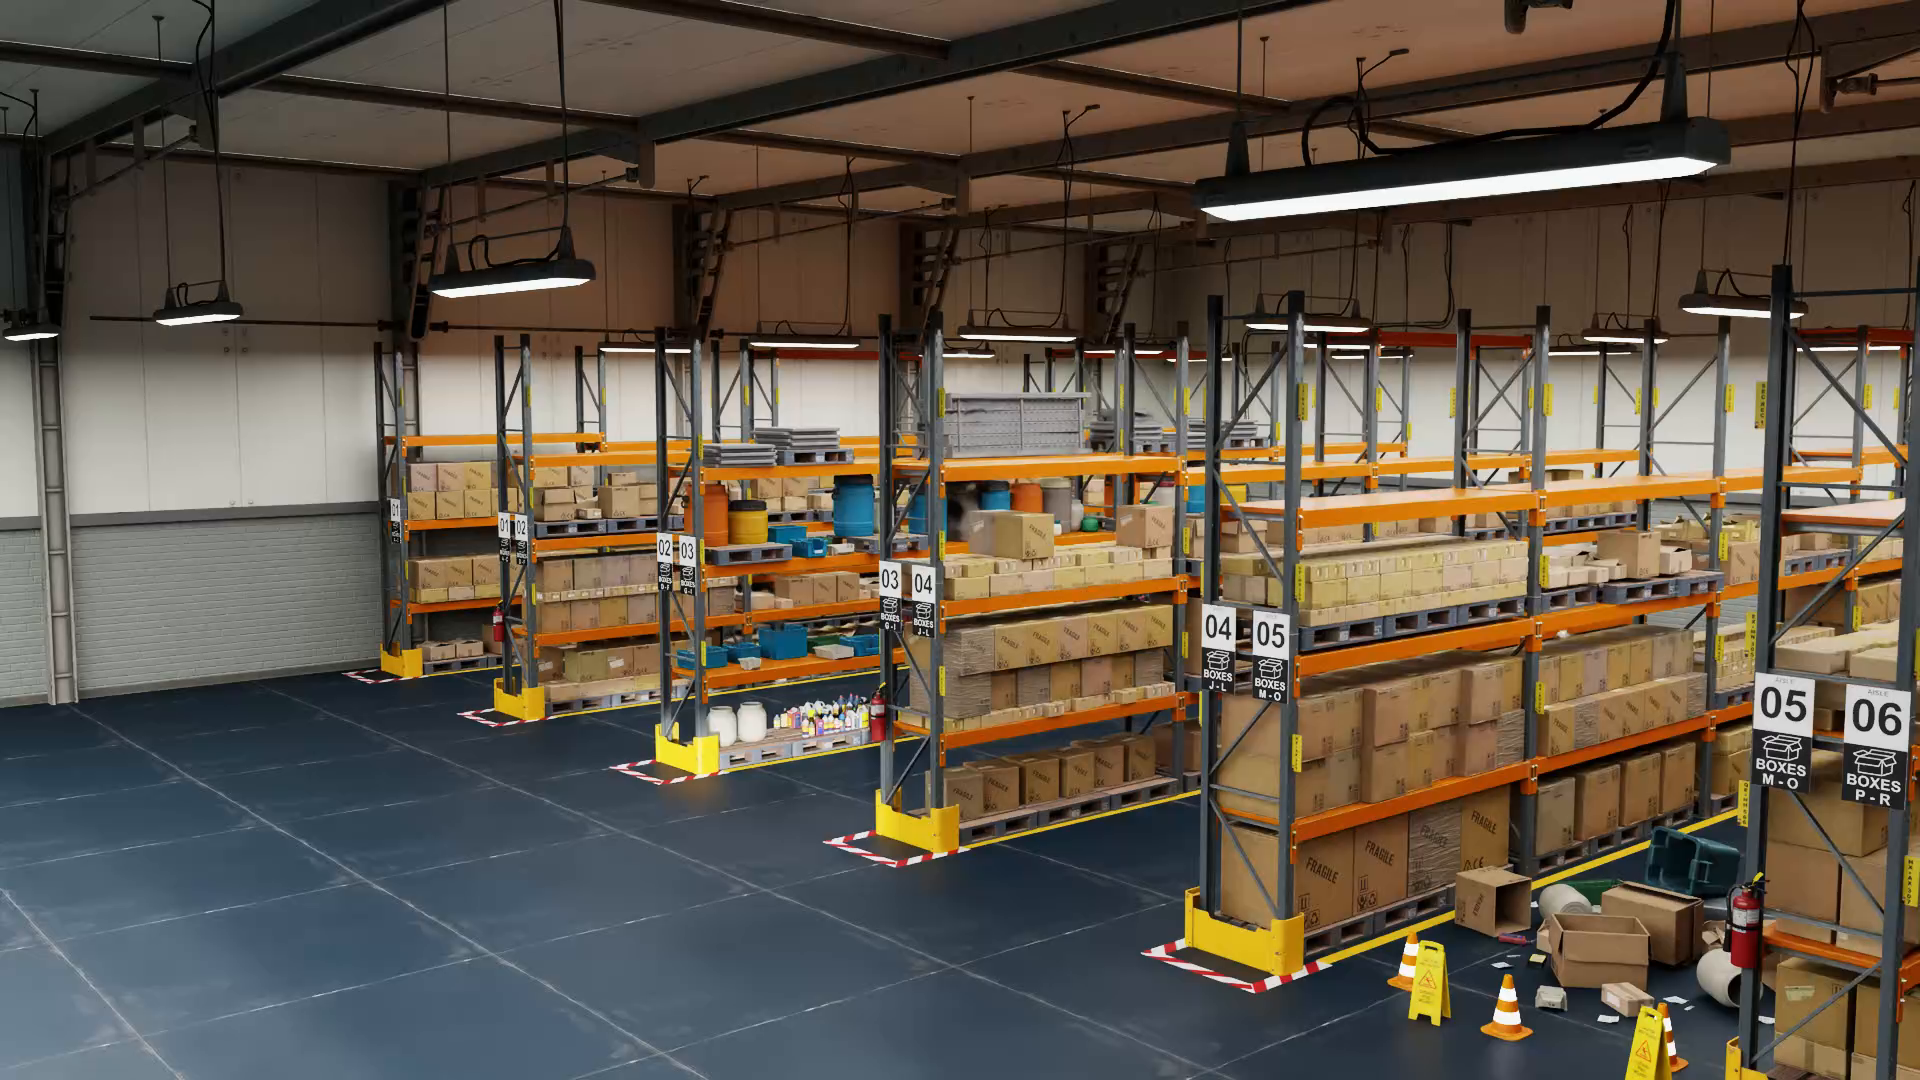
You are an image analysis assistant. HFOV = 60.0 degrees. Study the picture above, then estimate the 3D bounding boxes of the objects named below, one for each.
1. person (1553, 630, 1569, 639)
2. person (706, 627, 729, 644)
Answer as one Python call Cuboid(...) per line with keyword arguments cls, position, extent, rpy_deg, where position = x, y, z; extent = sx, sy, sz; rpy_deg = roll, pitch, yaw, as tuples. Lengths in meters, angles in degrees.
Cuboid(cls="person", position=(8.831, 2.140, 24.435), extent=(0.640, 1.632, 0.491), rpy_deg=(5, 7, 42))
Cuboid(cls="person", position=(-4.610, 1.461, 31.189), extent=(0.611, 1.682, 0.940), rpy_deg=(4, 7, 37))
